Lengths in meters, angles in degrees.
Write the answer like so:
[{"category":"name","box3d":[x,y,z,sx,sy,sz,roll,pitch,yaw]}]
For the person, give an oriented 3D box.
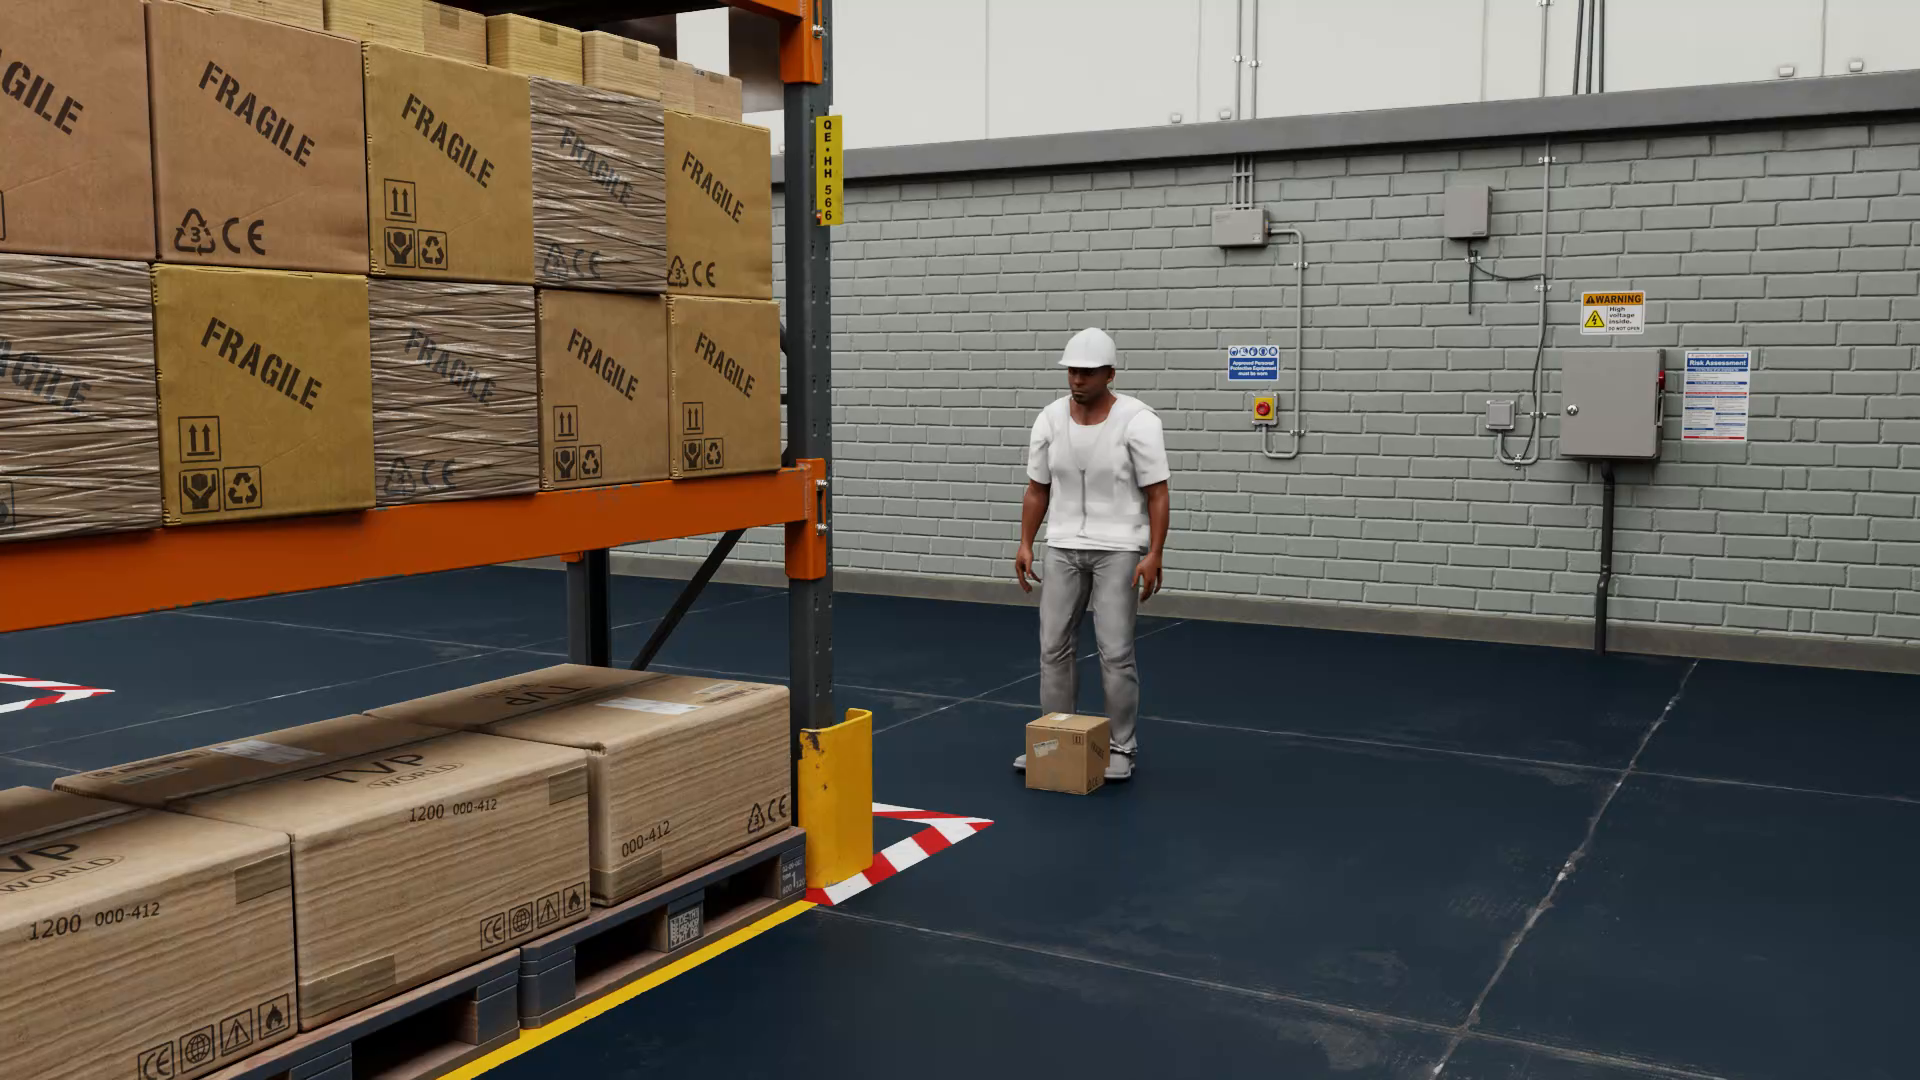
[{"category":"person","box3d":[0.514,0.051,6.551,0.627,1.761,0.456,3,7,29]}]
